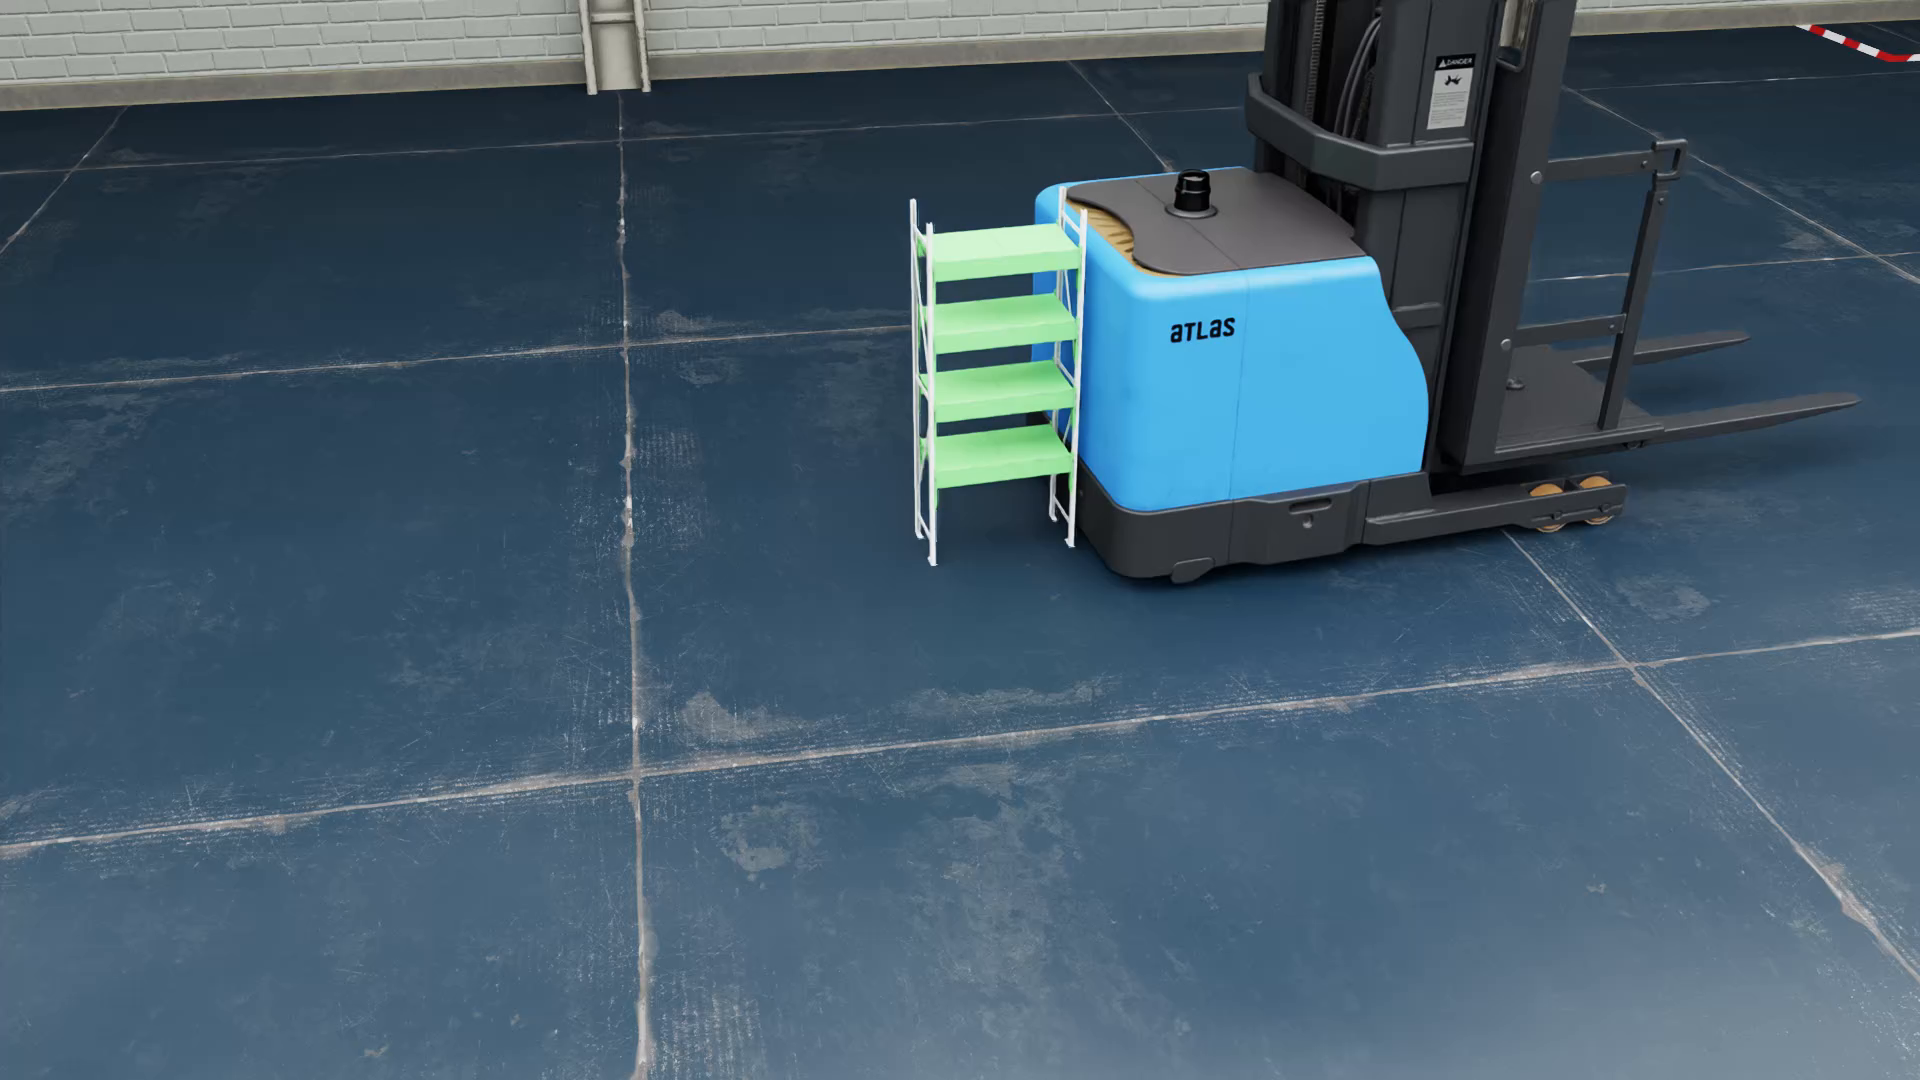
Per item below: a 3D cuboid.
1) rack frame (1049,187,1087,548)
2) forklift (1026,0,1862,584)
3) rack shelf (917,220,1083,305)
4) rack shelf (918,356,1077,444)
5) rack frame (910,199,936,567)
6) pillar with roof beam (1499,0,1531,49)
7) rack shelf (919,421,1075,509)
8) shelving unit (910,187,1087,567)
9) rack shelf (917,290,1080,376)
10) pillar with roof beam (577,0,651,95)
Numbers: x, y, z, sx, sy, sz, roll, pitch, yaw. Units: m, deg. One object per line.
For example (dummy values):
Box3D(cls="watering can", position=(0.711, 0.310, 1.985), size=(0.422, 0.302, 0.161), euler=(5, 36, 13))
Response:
Box3D(cls="rack frame", position=(0.353, -0.549, 5.501), size=(0.015, 1.200, 0.240), euler=(-8, 31, -13))
Box3D(cls="forklift", position=(1.819, -1.537, 5.472), size=(3.031, 2.935, 1.130), euler=(-9, 32, -14))
Box3D(cls="rack shelf", position=(0.117, -0.877, 5.237), size=(0.480, 0.148, 0.258), euler=(-8, 31, -13))
Box3D(cls="rack shelf", position=(0.117, -0.463, 5.480), size=(0.480, 0.148, 0.258), euler=(-8, 31, -13))
Box3D(cls="rack frame", position=(-0.119, -0.487, 5.395), size=(0.015, 1.200, 0.240), euler=(-8, 31, -13))
Box3D(cls="pillar with roof beam", position=(4.482, -5.205, 5.723), size=(0.400, 9.000, 9.100), euler=(-5, 31, -9))
Box3D(cls="rack shelf", position=(0.117, -0.256, 5.602), size=(0.480, 0.148, 0.258), euler=(-8, 31, -13))
Box3D(cls="shelving unit", position=(0.117, -0.518, 5.448), size=(0.503, 1.200, 0.258), euler=(-8, 31, -13))
Box3D(cls="rack shelf", position=(0.117, -0.670, 5.359), size=(0.480, 0.148, 0.258), euler=(-8, 31, -13))
Box3D(cls="pillar with roof beam", position=(-1.420, -4.657, 4.792), size=(0.400, 9.000, 9.100), euler=(-5, 31, -9))
